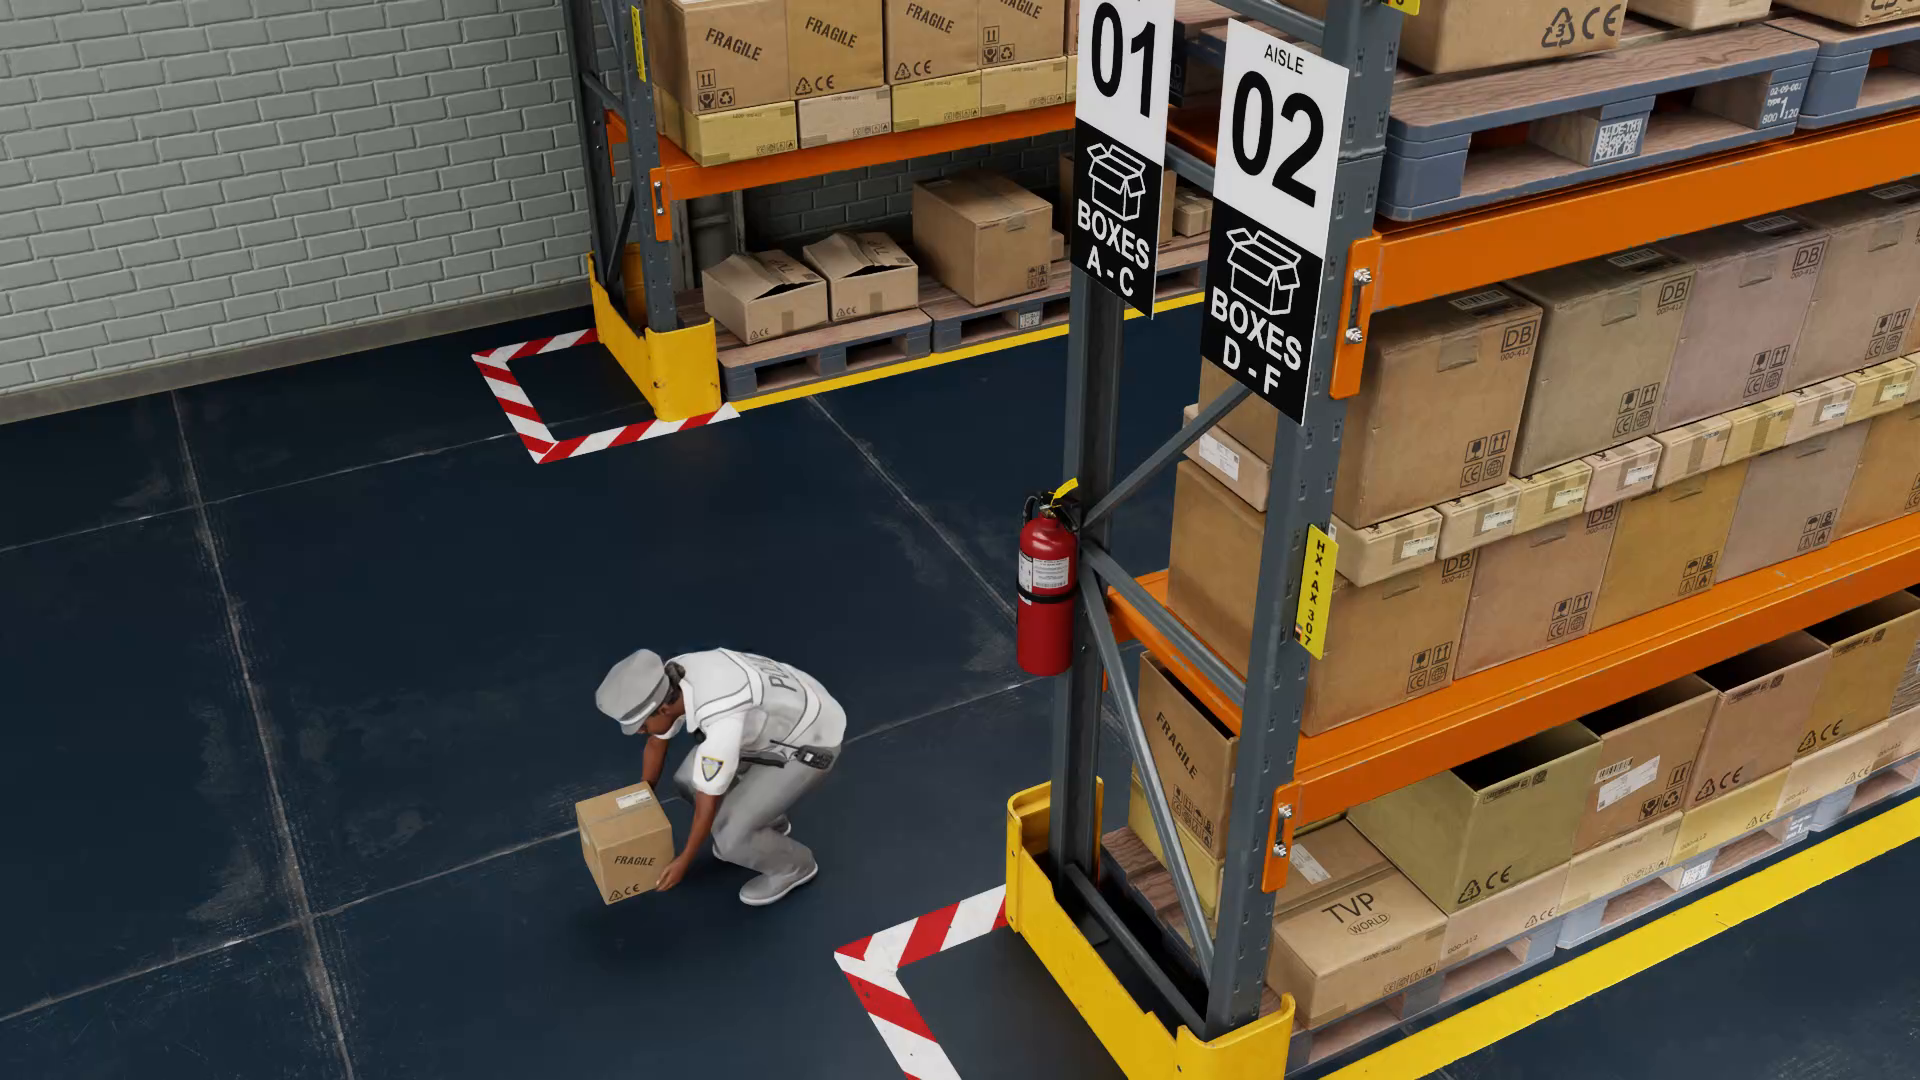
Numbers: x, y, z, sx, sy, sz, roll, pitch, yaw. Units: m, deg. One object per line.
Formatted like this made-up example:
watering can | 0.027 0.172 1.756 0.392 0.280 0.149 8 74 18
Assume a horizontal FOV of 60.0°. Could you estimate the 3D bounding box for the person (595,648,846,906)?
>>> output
person | -0.771 0.746 5.543 0.827 1.076 0.491 -17 37 -24
